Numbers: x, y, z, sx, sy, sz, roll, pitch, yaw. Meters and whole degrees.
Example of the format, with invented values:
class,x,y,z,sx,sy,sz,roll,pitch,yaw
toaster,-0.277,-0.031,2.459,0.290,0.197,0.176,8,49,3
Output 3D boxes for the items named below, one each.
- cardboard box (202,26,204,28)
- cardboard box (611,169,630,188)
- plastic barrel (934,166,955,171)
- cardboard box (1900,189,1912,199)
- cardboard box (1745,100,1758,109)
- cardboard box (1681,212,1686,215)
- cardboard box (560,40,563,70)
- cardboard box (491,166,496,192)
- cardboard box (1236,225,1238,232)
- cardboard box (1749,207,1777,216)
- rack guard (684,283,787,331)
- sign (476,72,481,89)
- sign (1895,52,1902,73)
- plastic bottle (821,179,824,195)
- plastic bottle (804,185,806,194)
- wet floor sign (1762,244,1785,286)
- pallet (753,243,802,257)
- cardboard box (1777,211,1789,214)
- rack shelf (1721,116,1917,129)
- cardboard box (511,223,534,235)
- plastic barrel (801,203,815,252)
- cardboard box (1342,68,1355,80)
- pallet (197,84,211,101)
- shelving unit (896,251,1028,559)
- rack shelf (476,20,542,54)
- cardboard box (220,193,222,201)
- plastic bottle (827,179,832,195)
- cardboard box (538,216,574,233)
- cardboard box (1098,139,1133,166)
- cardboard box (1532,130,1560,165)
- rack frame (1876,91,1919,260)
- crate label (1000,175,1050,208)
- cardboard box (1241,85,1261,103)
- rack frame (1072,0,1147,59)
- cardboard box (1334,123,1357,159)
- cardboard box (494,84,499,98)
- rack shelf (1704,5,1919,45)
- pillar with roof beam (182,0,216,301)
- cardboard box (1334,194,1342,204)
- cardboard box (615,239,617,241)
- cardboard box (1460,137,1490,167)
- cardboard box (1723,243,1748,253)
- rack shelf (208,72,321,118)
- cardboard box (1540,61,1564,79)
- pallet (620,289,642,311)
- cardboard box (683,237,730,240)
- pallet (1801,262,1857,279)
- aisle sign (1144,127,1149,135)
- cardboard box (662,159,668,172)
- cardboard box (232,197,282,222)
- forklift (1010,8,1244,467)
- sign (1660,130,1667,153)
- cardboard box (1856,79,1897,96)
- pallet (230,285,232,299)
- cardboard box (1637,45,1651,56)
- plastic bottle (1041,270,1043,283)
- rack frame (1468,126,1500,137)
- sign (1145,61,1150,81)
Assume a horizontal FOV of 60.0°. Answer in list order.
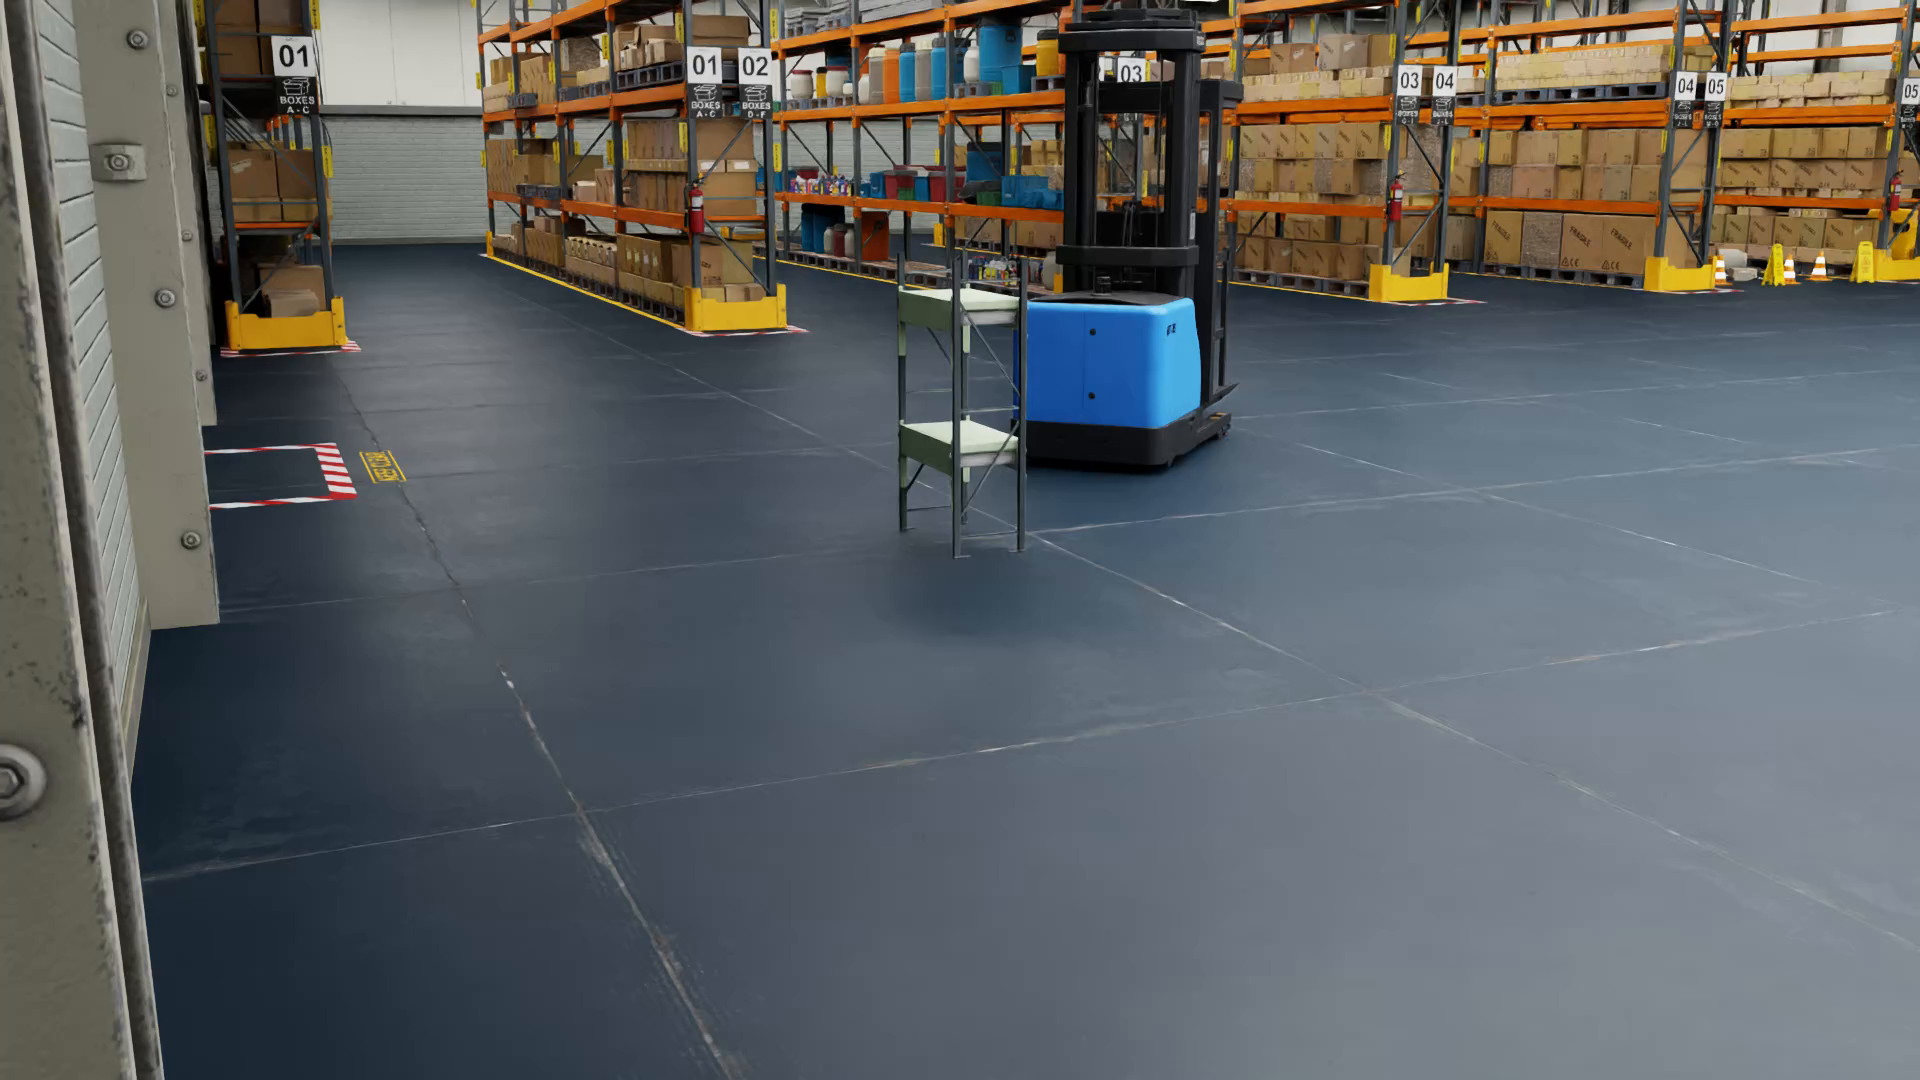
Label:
class,x,y,z,sx,sy,sz,roll,pitch,yaw
cardboard box,-7.843,-5.720,17.798,0.500,0.500,0.500,-5,14,-19
cardboard box,-4.771,-5.129,24.155,0.500,0.500,0.500,-5,14,-19
plastic barrel,-0.203,-5.693,26.513,0.433,0.535,0.433,0,13,0
cardboard box,15.547,-5.740,27.576,0.380,0.149,0.250,-6,14,-23
cardboard box,14.109,-7.697,29.378,0.380,0.149,0.250,-5,14,-21
cardboard box,16.268,-7.311,36.980,0.380,0.149,0.250,-6,15,-26
cardboard box,-6.243,-7.831,26.960,0.500,0.500,0.500,-6,14,-23
cardboard box,-8.926,-7.117,32.747,0.500,0.500,0.500,-6,14,-24
cardboard box,6.156,-6.893,36.733,0.380,0.149,0.250,-6,14,-23
cardboard box,14.193,-5.807,29.375,0.380,0.149,0.250,-5,14,-20
rack guard,-2.655,-2.762,19.694,1.175,0.500,0.348,-6,14,-23
sign,-9.571,-9.128,33.067,0.100,0.325,0.005,-6,14,-23
sign,14.977,-7.620,26.527,0.100,0.325,0.005,-6,14,-23
plastic bottle,-2.468,-6.374,30.017,0.061,0.283,0.133,-6,14,-23
plastic bottle,-2.850,-6.541,30.921,0.097,0.201,0.097,0,13,0
wet floor sign,12.824,-4.331,26.154,0.267,0.644,0.232,-9,16,-33
pallet,-3.754,-5.953,34.122,1.003,0.211,1.213,-6,14,-23
cardboard box,17.342,-6.659,35.323,0.875,0.625,0.625,-5,14,-21
rack shelf,17.637,-8.573,34.203,1.077,0.370,4.000,-6,14,-23
cardboard box,-8.229,-5.850,32.052,0.797,0.503,0.637,-6,14,-23
plastic barrel,-2.729,-5.979,31.772,0.600,0.901,0.708,-6,14,-23
cardboard box,5.687,-6.651,23.750,0.380,0.149,0.250,-6,14,-23
pallet,-10.713,-6.687,24.875,1.213,0.211,1.003,-5,14,-20
shelving unit,0.003,-0.729,8.695,0.431,1.500,0.755,-6,14,-23
rack shelf,-8.273,-9.448,31.336,1.077,0.370,4.000,-6,14,-23
cardboard box,-11.240,-5.325,25.740,0.380,0.149,0.250,-6,14,-25
plastic bottle,-2.340,-6.308,29.733,0.061,0.283,0.133,-6,14,-23
cardboard box,-6.899,-5.393,28.426,0.500,0.250,0.500,-6,14,-24
cardboard box,2.931,-7.221,30.972,0.797,0.503,0.637,-5,14,-21
cardboard box,9.930,-6.425,27.250,0.875,0.550,0.550,-6,14,-23
rack frame,15.494,-5.774,27.164,1.000,3.000,0.127,-6,14,-23
crate label,0.890,-4.804,22.897,0.502,0.435,0.616,-6,14,-23
cardboard box,4.757,-6.977,26.044,0.500,0.250,0.500,-6,14,-25
rack frame,1.875,-7.354,20.687,1.000,3.000,0.127,-6,14,-23
cardboard box,5.761,-5.753,23.977,0.500,0.500,0.500,-6,14,-23
cardboard box,-8.510,-8.482,31.437,0.500,0.250,0.500,-6,14,-23
rack shelf,14.692,-8.757,28.354,1.077,0.370,4.000,-6,14,-23
pillar with roof beam,-6.734,-8.154,24.144,9.100,9.000,0.400,-6,14,-23
cardboard box,5.715,-5.004,24.393,0.380,0.149,0.250,-6,14,-23
cardboard box,-5.020,-4.478,25.490,0.500,0.311,0.500,-6,14,-23
cardboard box,9.192,-6.770,29.029,0.700,0.500,0.500,-6,14,-24
cardboard box,14.104,-5.209,29.893,0.500,0.250,0.500,-5,14,-20
rack shelf,-8.003,-5.060,19.025,1.077,0.370,4.000,-6,14,-23
cardboard box,9.742,-7.584,26.853,0.500,0.250,0.500,-6,14,-24
pallet,-3.987,-3.284,22.592,1.003,0.211,1.213,-6,14,-23
cardboard box,-3.274,-3.656,21.517,0.500,0.500,0.500,-6,14,-23
pallet,15.170,-4.602,28.285,1.003,0.211,1.213,-6,14,-23
aisle sign,4.285,-9.866,39.079,0.394,0.787,0.004,-6,14,-23
cardboard box,-3.513,-4.678,20.771,0.380,0.149,0.250,-5,14,-21
cardboard box,-7.567,-3.552,17.853,0.500,0.250,0.500,-5,14,-22
forklift,1.352,-2.188,11.822,1.130,2.935,3.031,5,14,21
sign,10.496,-5.939,24.785,0.100,0.325,0.005,-6,14,-23
cardboard box,15.042,-7.388,27.160,0.500,0.250,0.500,-6,14,-24
pallet,-9.610,-3.417,23.167,1.003,0.211,1.213,-6,14,-23
cardboard box,10.454,-7.377,25.075,0.380,0.149,0.250,-6,14,-23
plastic bottle,1.217,-3.797,23.853,0.097,0.201,0.097,0,13,0
rack frame,13.631,-9.528,43.387,1.000,3.000,0.127,-6,14,-23
sign,2.381,-5.946,21.235,0.100,0.325,0.005,-6,14,-23
